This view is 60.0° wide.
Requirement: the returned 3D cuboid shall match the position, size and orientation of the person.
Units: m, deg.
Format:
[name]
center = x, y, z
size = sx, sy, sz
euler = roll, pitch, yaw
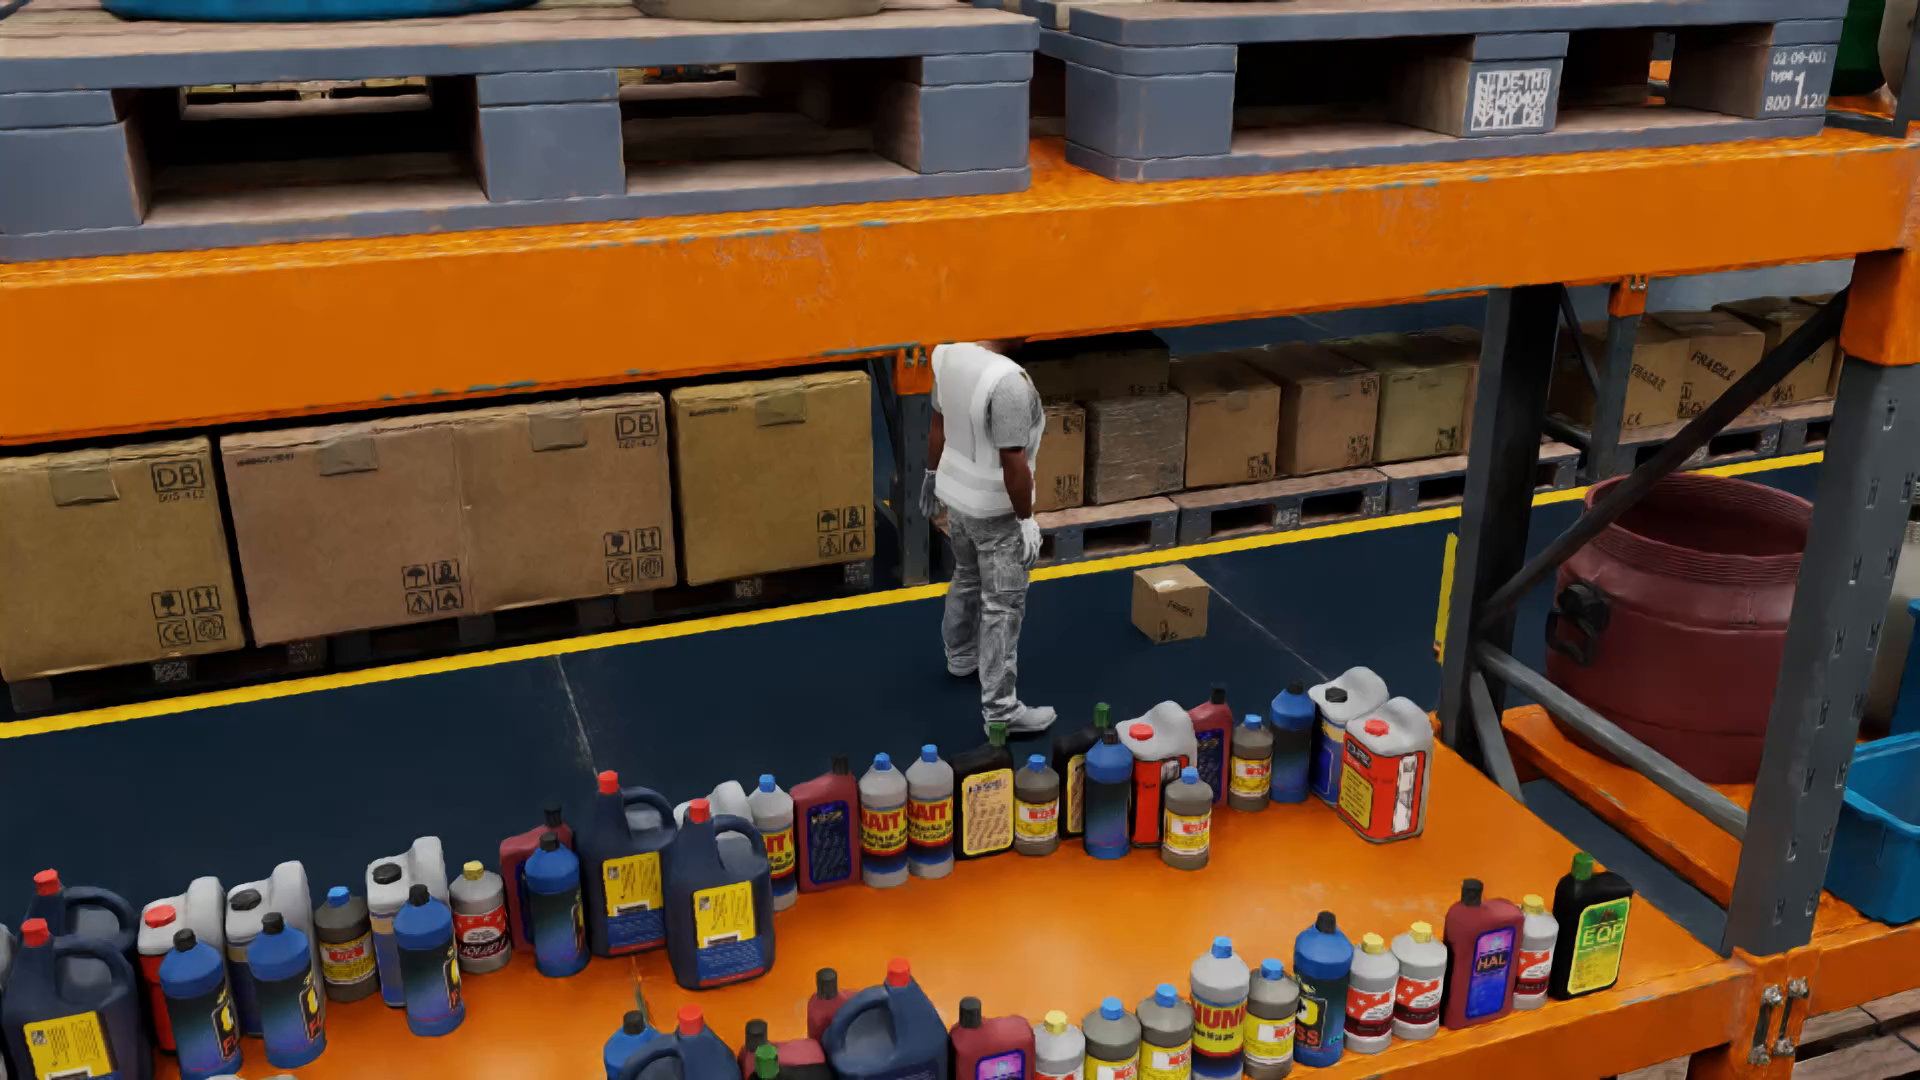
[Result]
[person]
center = 0.144, -0.169, 6.425
size = 0.474, 1.774, 0.724
euler = -13, 26, -29
